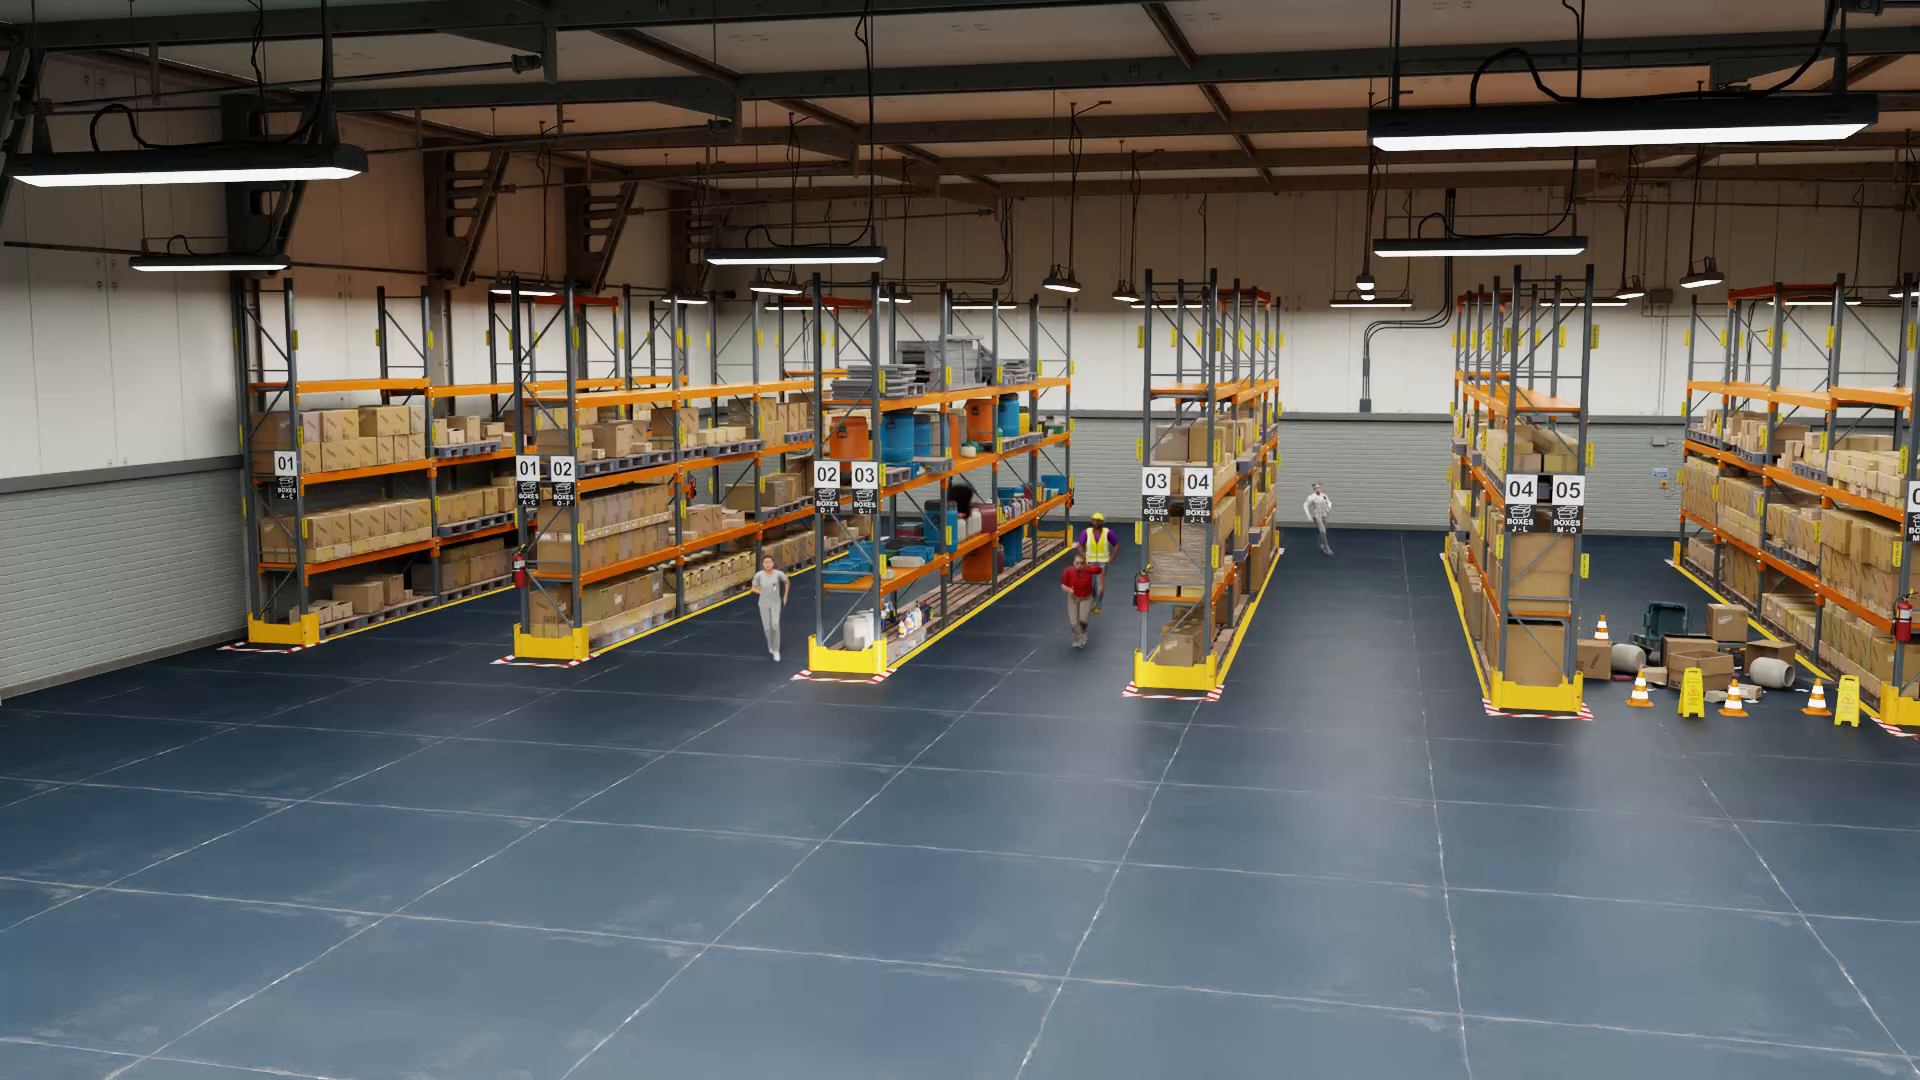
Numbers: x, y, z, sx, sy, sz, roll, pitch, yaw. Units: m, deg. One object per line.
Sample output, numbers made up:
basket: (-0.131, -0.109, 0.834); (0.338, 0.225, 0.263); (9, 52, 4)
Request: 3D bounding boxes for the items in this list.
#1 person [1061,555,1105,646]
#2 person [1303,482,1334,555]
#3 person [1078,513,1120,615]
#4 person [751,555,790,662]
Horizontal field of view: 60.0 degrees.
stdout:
person: (1.969, 0.990, 26.768); (0.689, 1.567, 0.911); (1, 7, 8)
person: (8.468, -0.523, 39.137); (0.662, 1.682, 0.828); (-2, 7, -16)
person: (2.400, 0.396, 28.864); (0.723, 1.756, 0.590); (1, 7, 8)
person: (-2.987, 1.054, 26.197); (0.582, 1.674, 0.775); (0, 7, 1)
